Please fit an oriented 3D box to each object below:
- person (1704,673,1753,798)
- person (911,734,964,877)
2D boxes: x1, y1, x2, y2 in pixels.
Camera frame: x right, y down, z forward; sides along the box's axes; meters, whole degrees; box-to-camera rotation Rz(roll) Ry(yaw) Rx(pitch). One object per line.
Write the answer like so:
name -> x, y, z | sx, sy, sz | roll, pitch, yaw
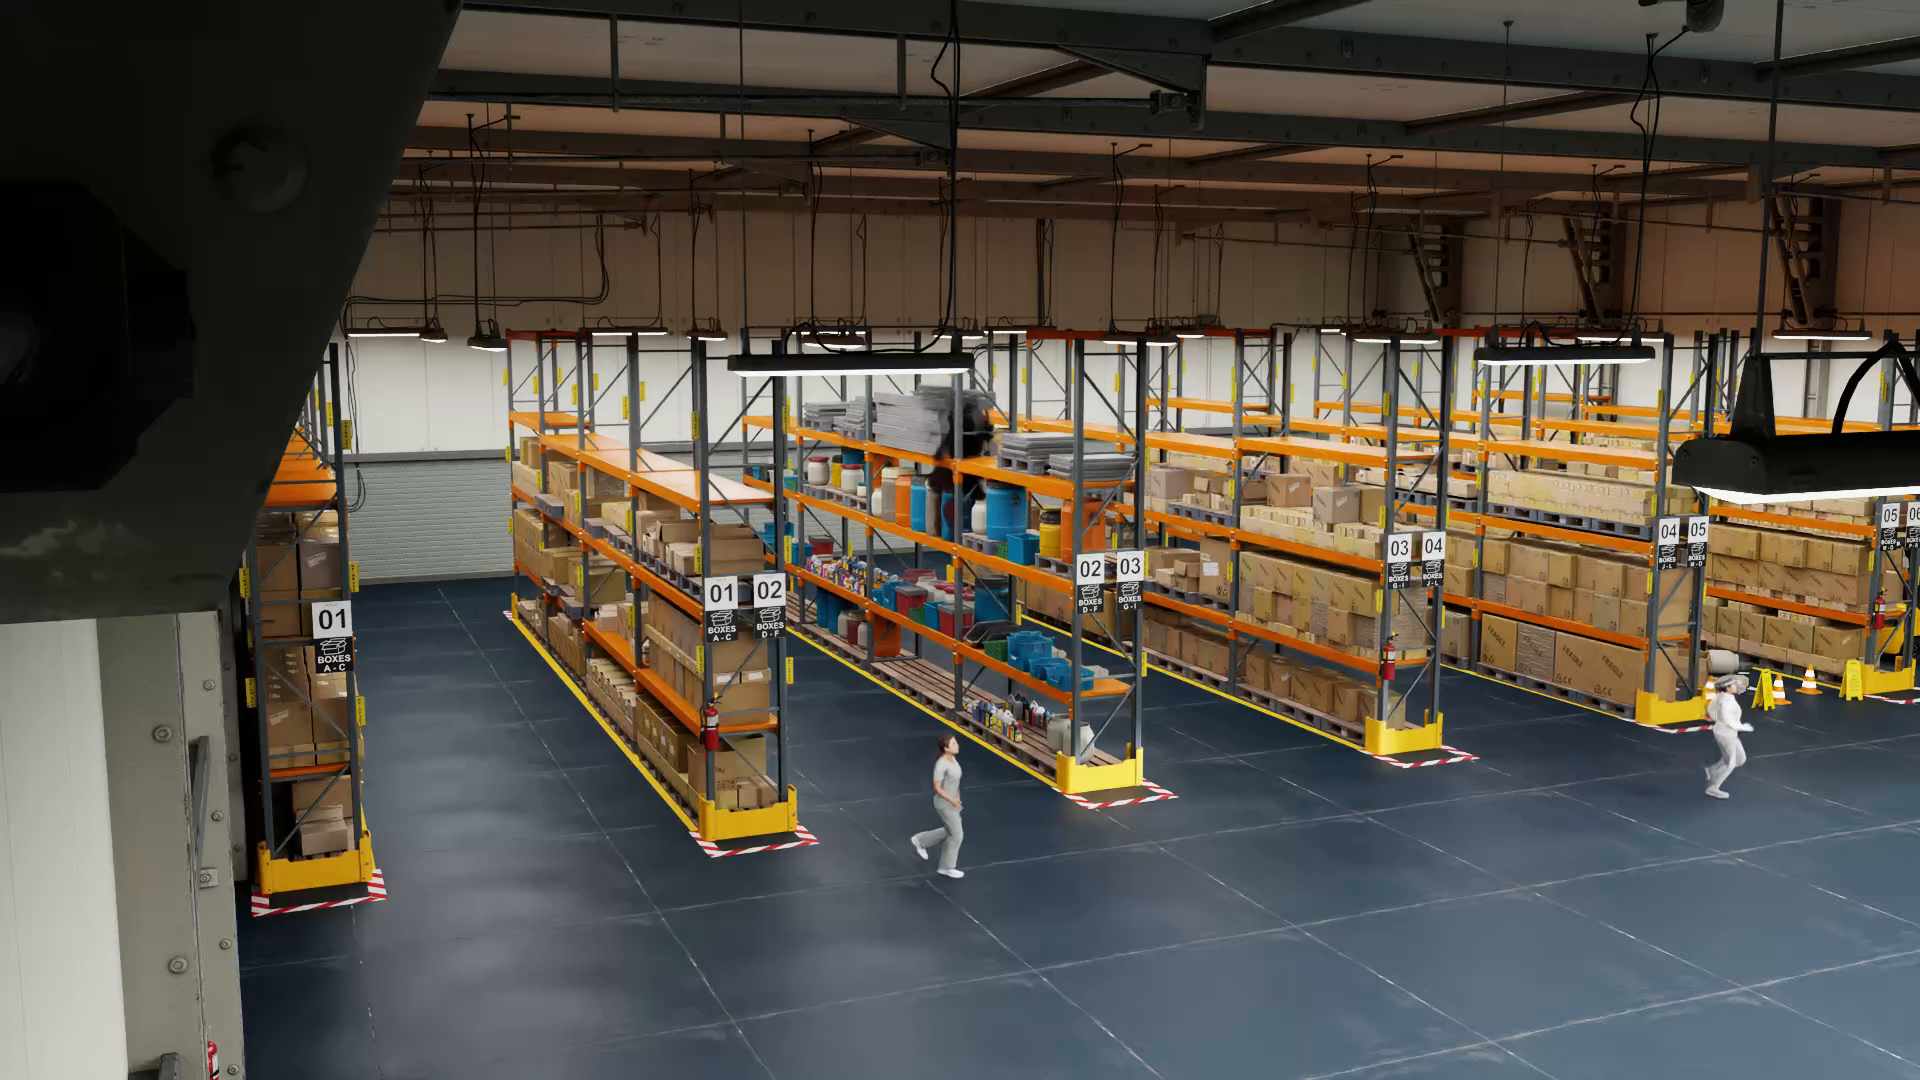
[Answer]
person -> 10.090, 2.564, 21.776 | 0.523, 1.654, 0.569 | 3, 8, 18
person -> -0.220, 2.984, 18.805 | 0.579, 1.652, 0.572 | 2, 8, 13
